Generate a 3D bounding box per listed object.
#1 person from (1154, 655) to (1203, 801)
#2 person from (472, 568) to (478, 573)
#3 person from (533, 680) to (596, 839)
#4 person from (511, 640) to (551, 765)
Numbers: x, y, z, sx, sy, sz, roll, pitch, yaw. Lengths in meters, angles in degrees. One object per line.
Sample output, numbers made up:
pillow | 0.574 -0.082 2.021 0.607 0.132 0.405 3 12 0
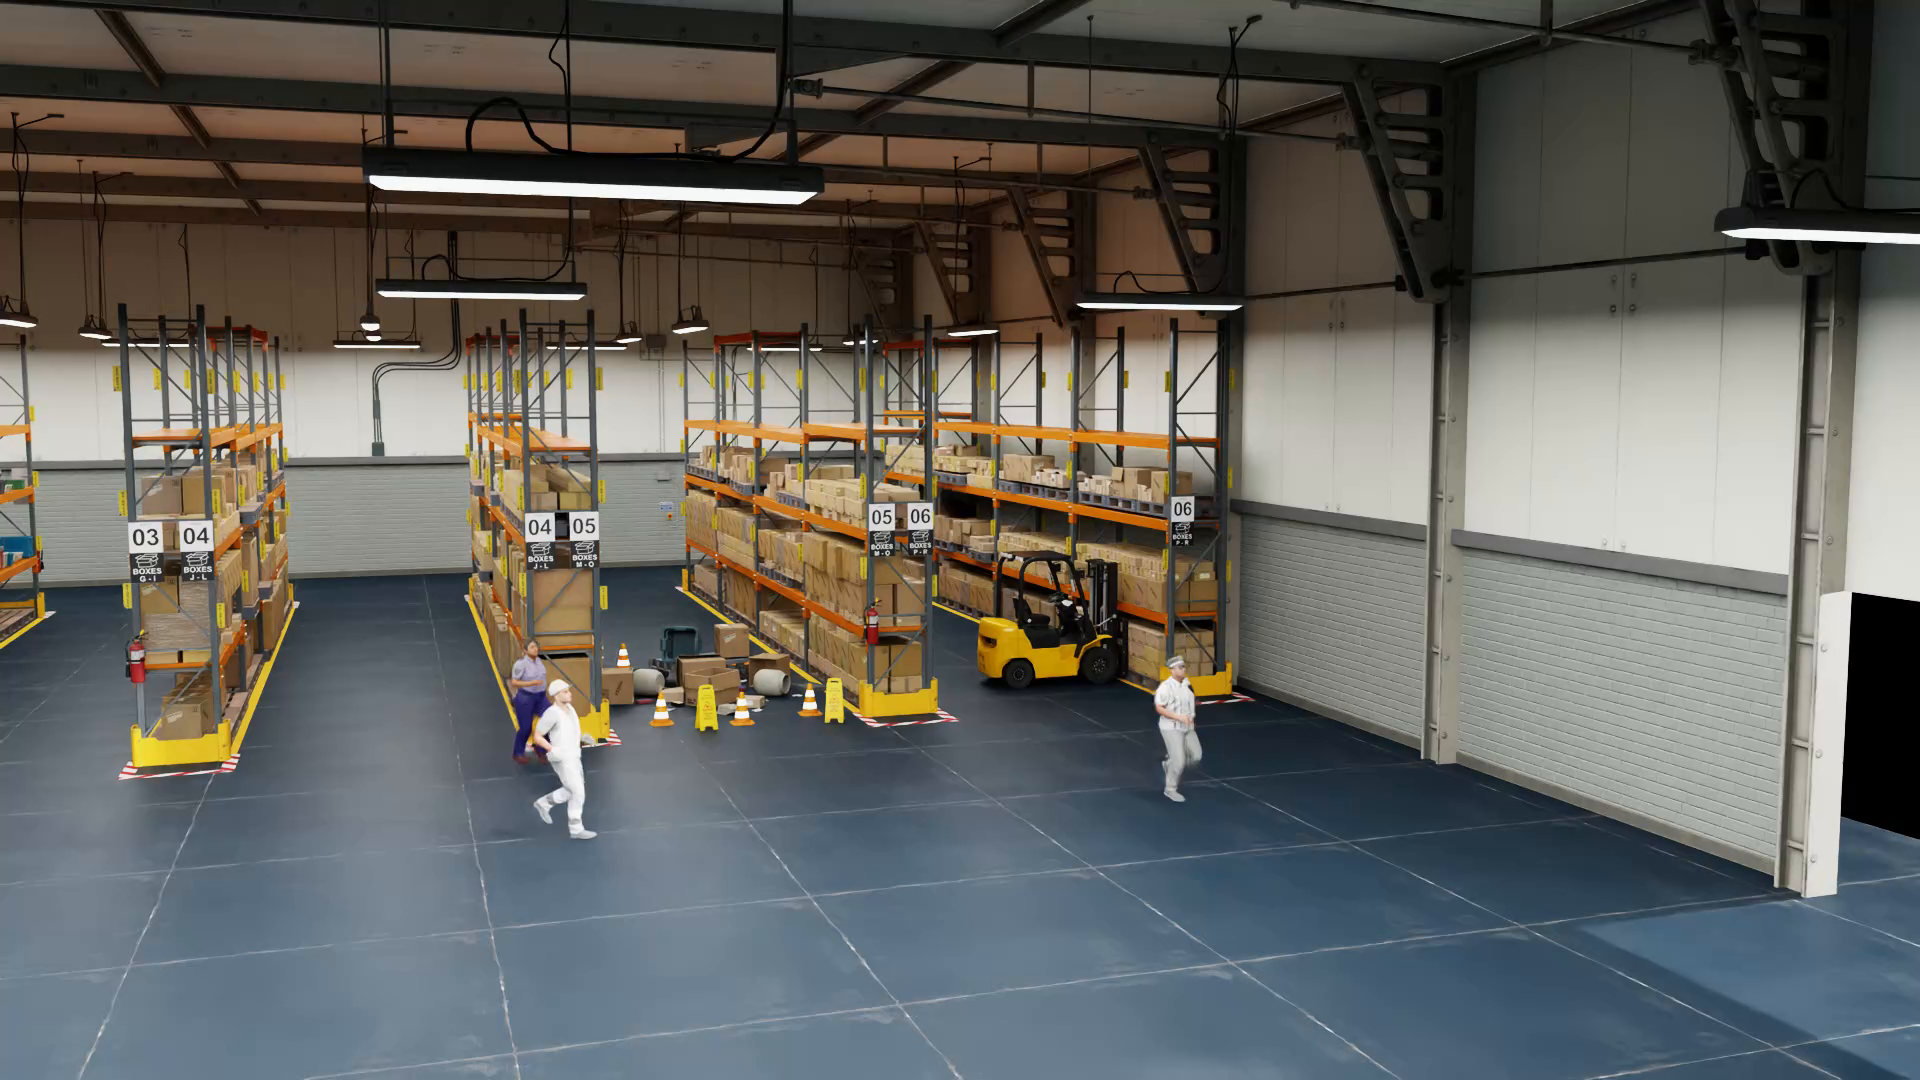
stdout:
person | 2.625 2.245 19.968 0.705 1.752 0.611 -5 8 -44
person | -11.318 0.470 39.609 0.603 1.593 0.707 -1 6 -14
person | -4.375 2.403 18.260 0.801 1.752 0.664 2 6 15
person | -5.581 2.143 21.748 0.628 1.684 0.607 4 7 36
